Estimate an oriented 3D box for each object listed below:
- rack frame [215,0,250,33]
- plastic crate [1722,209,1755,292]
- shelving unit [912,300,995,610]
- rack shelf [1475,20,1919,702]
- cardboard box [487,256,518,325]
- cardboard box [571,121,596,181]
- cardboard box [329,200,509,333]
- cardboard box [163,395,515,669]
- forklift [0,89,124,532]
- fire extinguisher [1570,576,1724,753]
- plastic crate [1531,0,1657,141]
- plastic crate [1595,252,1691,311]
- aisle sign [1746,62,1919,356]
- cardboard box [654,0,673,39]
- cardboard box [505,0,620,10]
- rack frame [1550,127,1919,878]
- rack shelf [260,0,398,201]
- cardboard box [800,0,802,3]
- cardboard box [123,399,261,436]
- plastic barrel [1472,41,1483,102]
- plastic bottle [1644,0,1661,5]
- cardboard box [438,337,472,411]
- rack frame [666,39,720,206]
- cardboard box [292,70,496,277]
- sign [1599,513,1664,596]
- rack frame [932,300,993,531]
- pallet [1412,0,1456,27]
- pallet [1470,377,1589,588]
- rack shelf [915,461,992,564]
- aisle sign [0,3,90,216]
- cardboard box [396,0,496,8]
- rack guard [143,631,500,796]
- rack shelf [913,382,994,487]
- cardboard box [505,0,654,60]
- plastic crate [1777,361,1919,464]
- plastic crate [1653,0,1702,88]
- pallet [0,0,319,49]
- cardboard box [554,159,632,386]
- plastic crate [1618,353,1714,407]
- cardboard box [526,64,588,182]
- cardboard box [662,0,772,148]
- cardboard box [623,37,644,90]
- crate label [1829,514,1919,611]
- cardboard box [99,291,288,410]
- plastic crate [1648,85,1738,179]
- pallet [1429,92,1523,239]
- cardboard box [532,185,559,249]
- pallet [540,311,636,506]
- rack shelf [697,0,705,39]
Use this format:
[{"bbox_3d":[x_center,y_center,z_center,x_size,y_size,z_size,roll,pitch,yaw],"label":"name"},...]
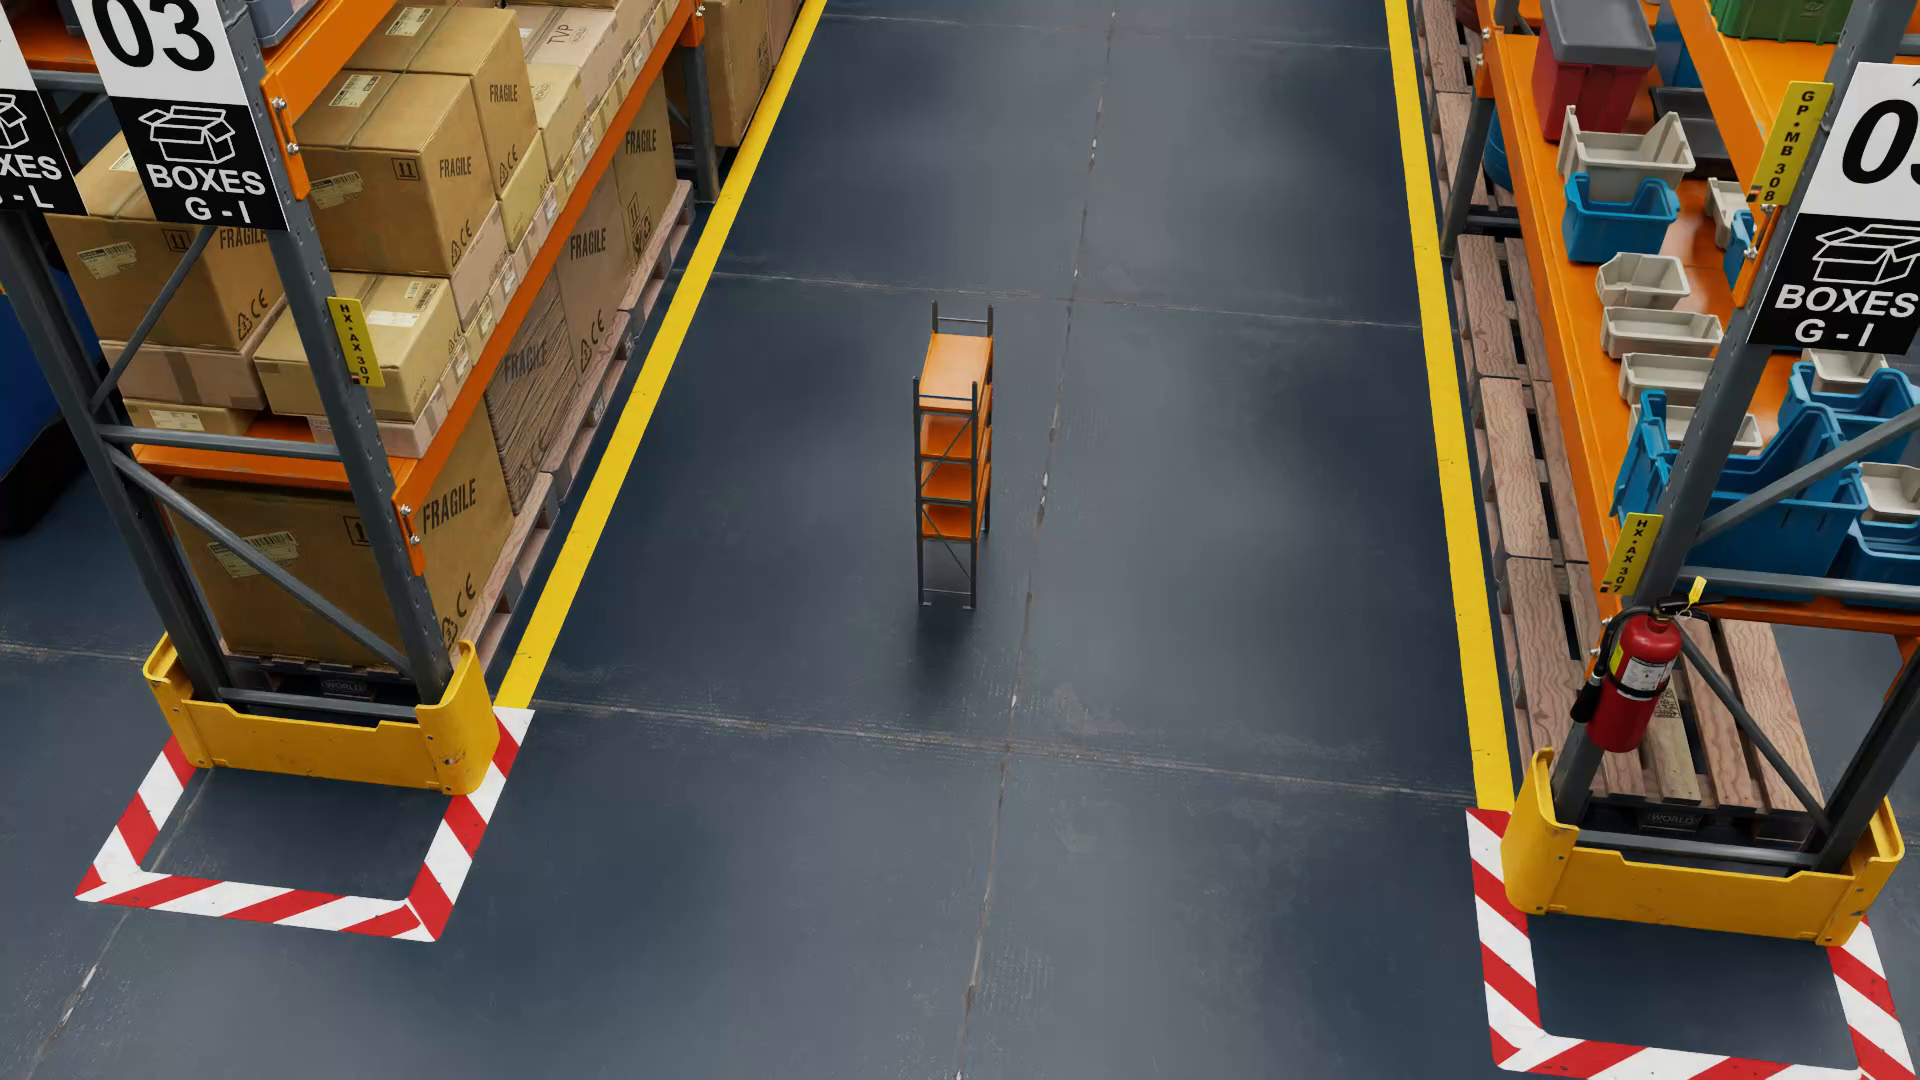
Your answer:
[{"bbox_3d":[-2.376,-2.486,3.353,1.000,3.000,0.127,5,44,6],"label":"rack frame"},{"bbox_3d":[3.106,-1.059,6.287,0.416,0.233,0.300,5,44,6],"label":"plastic crate"},{"bbox_3d":[-0.022,-0.323,6.741,0.258,1.200,0.503,5,44,6],"label":"shelving unit"},{"bbox_3d":[2.798,-0.959,6.627,1.077,0.370,4.000,5,44,6],"label":"rack shelf"},{"bbox_3d":[-1.903,-0.956,6.283,0.380,0.149,0.250,5,44,5],"label":"cardboard box"},{"bbox_3d":[-1.767,-1.656,7.022,0.380,0.149,0.250,6,44,6],"label":"cardboard box"},{"bbox_3d":[-1.983,-1.019,6.059,0.500,0.250,0.500,5,44,5],"label":"cardboard box"},{"bbox_3d":[-2.371,-0.132,6.470,0.875,0.875,0.875,5,44,6],"label":"cardboard box"},{"bbox_3d":[-4.435,-2.111,7.370,1.130,2.935,3.031,5,44,5],"label":"forklift"},{"bbox_3d":[2.063,0.368,5.030,0.296,0.674,0.183,5,44,6],"label":"fire extinguisher"},{"bbox_3d":[2.696,-2.043,7.158,0.402,0.464,0.583,5,44,6],"label":"plastic crate"},{"bbox_3d":[2.548,-0.947,6.239,0.298,0.136,0.250,5,44,6],"label":"plastic crate"},{"bbox_3d":[2.234,-0.779,4.022,0.394,0.787,0.004,5,44,6],"label":"aisle sign"},{"bbox_3d":[-1.597,-2.529,7.944,0.380,0.149,0.250,6,44,6],"label":"cardboard box"},{"bbox_3d":[-1.713,-2.681,7.269,0.500,0.500,0.500,6,44,6],"label":"cardboard box"},{"bbox_3d":[2.534,0.143,4.940,1.000,3.000,0.127,5,44,6],"label":"rack frame"},{"bbox_3d":[-2.112,-2.499,6.071,1.077,0.370,4.000,5,44,6],"label":"rack shelf"},{"bbox_3d":[-1.556,-4.065,10.624,1.225,0.875,0.875,5,44,6],"label":"cardboard box"},{"bbox_3d":[-2.655,-0.489,5.790,0.380,0.149,0.250,6,44,6],"label":"cardboard box"},{"bbox_3d":[3.245,-2.826,9.296,0.600,0.901,0.708,5,44,6],"label":"plastic barrel"},{"bbox_3d":[3.436,-2.804,8.087,0.144,0.351,0.185,5,44,6],"label":"plastic bottle"},{"bbox_3d":[-1.969,-0.603,5.910,0.380,0.149,0.250,5,44,5],"label":"cardboard box"},{"bbox_3d":[-1.847,-3.034,8.294,1.000,3.000,0.127,5,44,6],"label":"rack frame"},{"bbox_3d":[-1.979,-1.277,5.786,0.500,0.500,0.500,4,44,4],"label":"cardboard box"},{"bbox_3d":[1.986,0.044,4.925,0.100,0.325,0.005,5,44,6],"label":"sign"},{"bbox_3d":[0.010,-0.489,6.916,0.240,1.200,0.015,5,44,6],"label":"rack frame"},{"bbox_3d":[3.528,-3.756,11.085,1.003,0.211,1.213,5,44,6],"label":"pallet"},{"bbox_3d":[2.845,-0.232,7.364,1.003,0.211,1.213,5,44,6],"label":"pallet"},{"bbox_3d":[-0.022,-0.130,6.923,0.258,0.148,0.480,5,44,6],"label":"rack shelf"},{"bbox_3d":[-2.683,-1.230,4.499,0.394,0.787,0.004,5,44,6],"label":"aisle sign"},{"bbox_3d":[-2.301,-2.366,6.937,0.500,0.500,0.500,4,44,4],"label":"cardboard box"},{"bbox_3d":[-2.379,0.616,6.258,1.175,0.500,0.348,5,44,6],"label":"rack guard"},{"bbox_3d":[-0.022,-0.436,6.633,0.258,0.148,0.480,5,44,6],"label":"rack shelf"},{"bbox_3d":[-1.711,-2.410,7.528,0.500,0.250,0.500,6,44,7],"label":"cardboard box"},{"bbox_3d":[2.980,-0.405,5.597,0.416,0.233,0.300,5,44,6],"label":"plastic crate"},{"bbox_3d":[3.339,-2.250,7.435,0.392,0.384,0.575,5,44,6],"label":"plastic crate"},{"bbox_3d":[-2.288,-1.871,4.949,1.003,0.211,1.213,5,44,6],"label":"pallet"},{"bbox_3d":[-2.133,-1.359,7.765,0.875,0.875,0.875,5,44,6],"label":"cardboard box"},{"bbox_3d":[2.515,-0.552,5.821,0.396,0.136,0.243,5,44,6],"label":"plastic crate"},{"bbox_3d":[-1.849,-1.717,6.796,0.500,0.250,0.500,4,44,5],"label":"cardboard box"},{"bbox_3d":[-1.782,-2.853,9.343,1.225,0.875,0.875,5,44,6],"label":"cardboard box"},{"bbox_3d":[-1.665,-2.179,7.575,0.380,0.149,0.250,6,44,6],"label":"cardboard box"},{"bbox_3d":[2.893,0.043,5.123,0.416,0.233,0.303,5,44,6],"label":"crate label"},{"bbox_3d":[-2.575,-0.716,5.739,0.500,0.250,0.500,5,44,5],"label":"cardboard box"},{"bbox_3d":[3.181,-1.718,7.062,0.437,0.125,0.590,5,44,6],"label":"plastic crate"},{"bbox_3d":[3.206,-2.093,9.329,1.003,0.211,1.213,5,44,6],"label":"pallet"},{"bbox_3d":[-1.834,-1.305,6.651,0.380,0.149,0.250,5,44,5],"label":"cardboard box"},{"bbox_3d":[-2.184,-0.676,7.833,1.003,0.211,1.213,5,44,6],"label":"pallet"},{"bbox_3d":[-1.583,-4.135,9.981,1.077,0.370,4.000,5,44,6],"label":"rack shelf"}]
